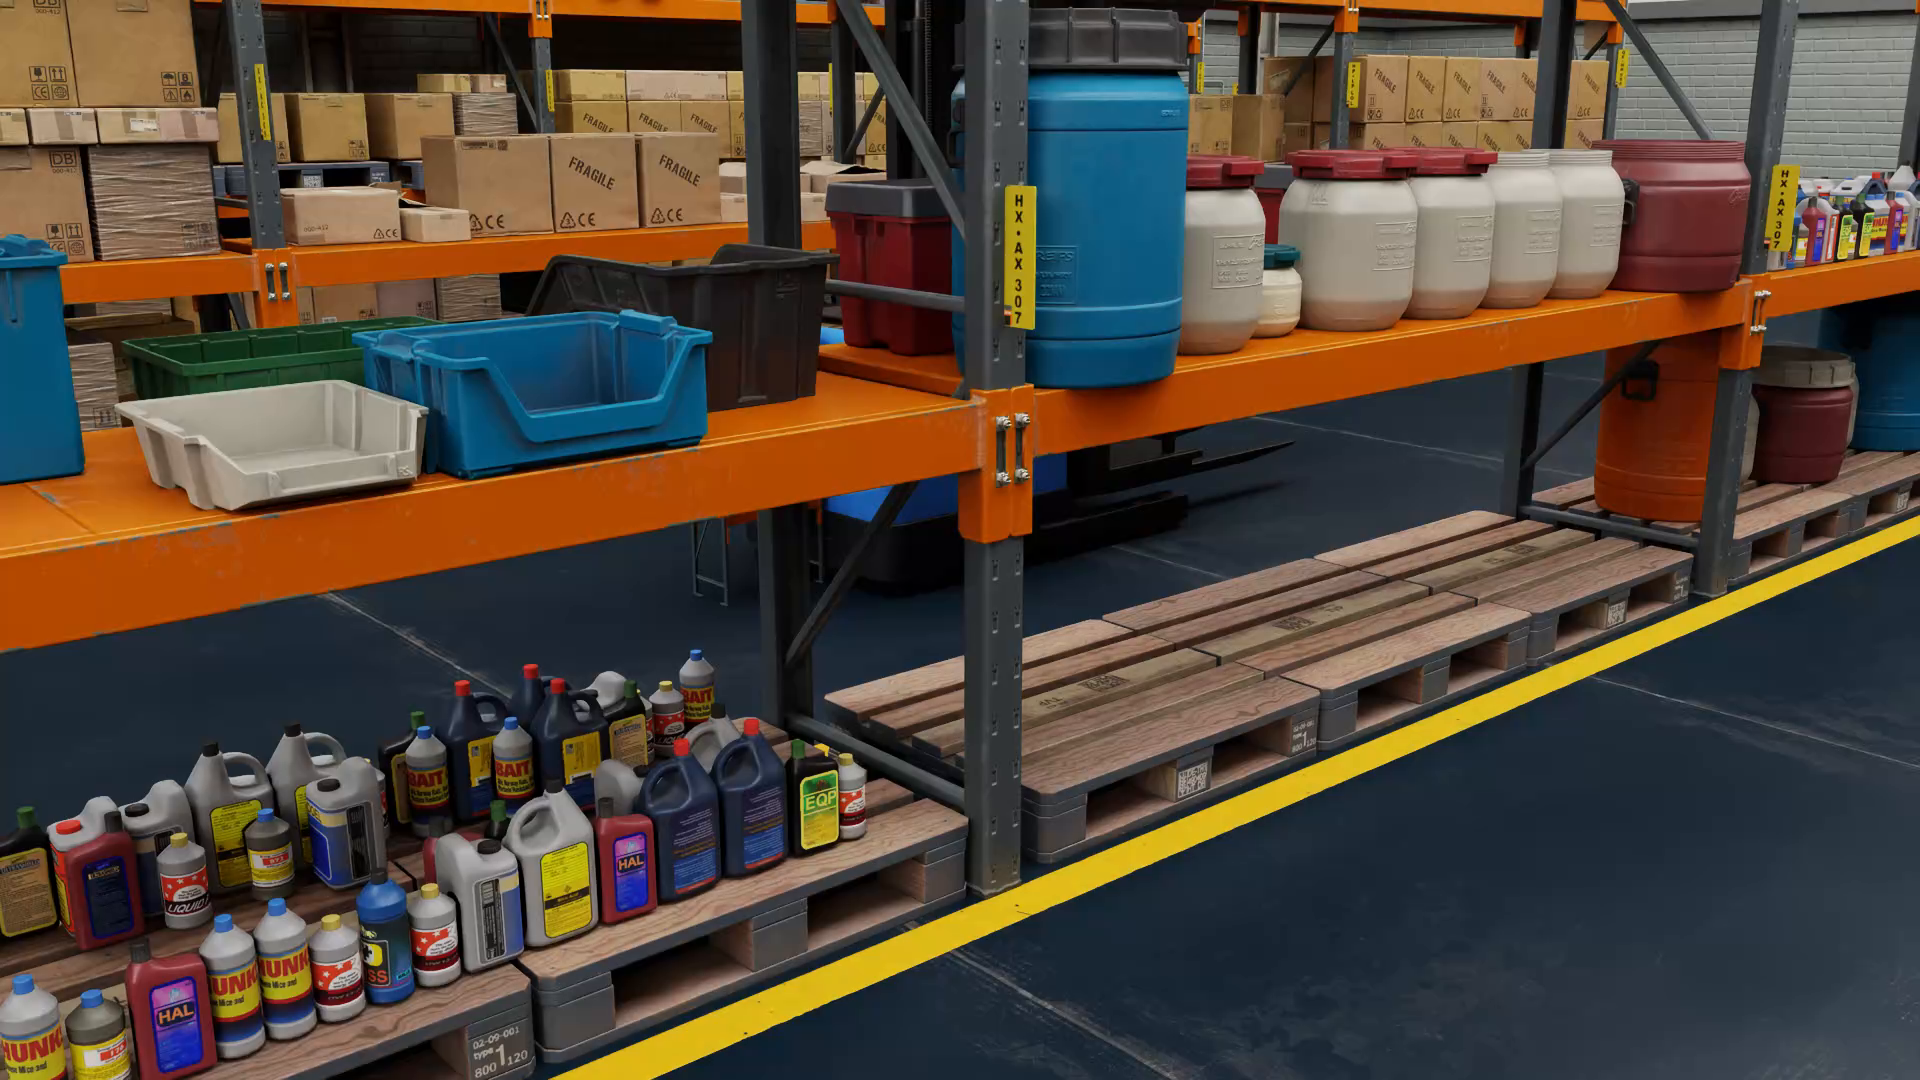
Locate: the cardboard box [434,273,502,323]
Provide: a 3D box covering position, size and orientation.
[{"bbox_3d":[-4.209,-2.109,13.824,0.500,0.500,0.700,-12,19,-39],"label":"cardboard box"}]

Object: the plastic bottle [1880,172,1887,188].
[{"bbox_3d":[5.164,-1.927,9.378,0.133,0.283,0.061,-13,19,-39],"label":"plastic bottle"}]

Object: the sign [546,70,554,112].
[{"bbox_3d":[-3.336,-3.653,13.525,0.005,0.325,0.100,-13,19,-39],"label":"sign"}]

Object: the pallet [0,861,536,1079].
[{"bbox_3d":[-1.669,1.031,3.482,1.213,0.211,1.003,-13,19,-39],"label":"pallet"}]

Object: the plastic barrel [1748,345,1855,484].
[{"bbox_3d":[4.013,-0.623,8.129,0.708,0.588,0.600,-13,19,-39],"label":"plastic barrel"}]

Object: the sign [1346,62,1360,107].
[{"bbox_3d":[2.939,-3.402,12.430,0.005,0.325,0.100,-13,19,-39],"label":"sign"}]

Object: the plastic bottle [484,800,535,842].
[{"bbox_3d":[-0.986,0.707,3.703,0.133,0.283,0.061,-13,19,-39],"label":"plastic bottle"}]

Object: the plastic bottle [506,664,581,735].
[{"bbox_3d":[-1.095,0.493,4.372,0.185,0.351,0.144,-12,19,-38],"label":"plastic bottle"}]

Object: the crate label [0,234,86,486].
[{"bbox_3d":[-2.021,-0.334,3.119,0.616,0.435,0.502,-13,19,-39],"label":"crate label"}]

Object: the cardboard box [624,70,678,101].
[{"bbox_3d":[-2.783,-3.918,14.344,0.500,0.250,0.500,-13,20,-40],"label":"cardboard box"}]

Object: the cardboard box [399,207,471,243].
[{"bbox_3d":[-2.660,-1.584,8.354,0.250,0.149,0.380,-13,19,-39],"label":"cardboard box"}]

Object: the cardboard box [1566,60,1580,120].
[{"bbox_3d":[5.054,-3.944,14.573,0.500,0.500,0.500,-12,19,-38],"label":"cardboard box"}]

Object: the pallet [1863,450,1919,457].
[{"bbox_3d":[5.212,-0.515,9.270,1.213,0.211,1.003,-13,19,-39],"label":"pallet"}]

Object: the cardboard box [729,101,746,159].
[{"bbox_3d":[-2.001,-3.731,15.096,0.500,0.500,0.500,-12,19,-38],"label":"cardboard box"}]

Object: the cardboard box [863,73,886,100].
[{"bbox_3d":[-0.867,-4.349,15.957,0.500,0.250,0.500,-12,19,-38],"label":"cardboard box"}]

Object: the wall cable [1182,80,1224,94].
[{"bbox_3d":[2.680,-5.483,20.497,1.851,1.984,0.084,-13,19,-39],"label":"wall cable"}]

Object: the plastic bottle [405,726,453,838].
[{"bbox_3d":[-1.324,0.596,4.142,0.097,0.271,0.097,0,15,0],"label":"plastic bottle"}]

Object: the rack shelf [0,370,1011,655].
[{"bbox_3d":[-1.723,0.056,3.120,4.000,0.370,1.077,-13,19,-39],"label":"rack shelf"}]

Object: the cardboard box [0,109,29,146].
[{"bbox_3d":[-4.108,-1.738,6.993,0.250,0.149,0.380,-13,20,-39],"label":"cardboard box"}]

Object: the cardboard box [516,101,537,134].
[{"bbox_3d":[-3.517,-3.569,14.491,0.500,0.500,0.500,-12,19,-39],"label":"cardboard box"}]

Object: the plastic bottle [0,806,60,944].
[{"bbox_3d":[-2.058,0.728,3.625,0.133,0.283,0.061,-12,19,-38],"label":"plastic bottle"}]

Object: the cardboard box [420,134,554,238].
[{"bbox_3d":[-2.475,-1.859,8.705,0.500,0.500,0.500,-11,18,-35],"label":"cardboard box"}]

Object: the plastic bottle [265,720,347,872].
[{"bbox_3d":[-1.558,0.597,3.982,0.185,0.351,0.144,-13,20,-40],"label":"plastic bottle"}]

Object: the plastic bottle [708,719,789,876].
[{"bbox_3d":[-0.511,0.602,3.963,0.185,0.351,0.144,-13,20,-41],"label":"plastic bottle"}]

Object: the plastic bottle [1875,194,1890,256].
[{"bbox_3d":[4.145,-1.427,7.528,0.097,0.271,0.097,0,15,0],"label":"plastic bottle"}]

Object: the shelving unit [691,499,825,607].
[{"bbox_3d":[-0.839,-0.374,6.826,0.503,1.200,0.258,-14,20,-41],"label":"shelving unit"}]

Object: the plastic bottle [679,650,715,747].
[{"bbox_3d":[-0.742,0.444,4.709,0.097,0.271,0.097,0,15,0],"label":"plastic bottle"}]

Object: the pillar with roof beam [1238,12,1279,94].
[{"bbox_3d":[6.630,-7.278,17.558,0.400,9.000,9.100,-13,19,-39],"label":"pillar with roof beam"}]

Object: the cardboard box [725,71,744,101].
[{"bbox_3d":[-2.028,-4.091,14.992,0.500,0.250,0.500,-13,20,-40],"label":"cardboard box"}]

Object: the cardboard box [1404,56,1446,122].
[{"bbox_3d":[3.501,-3.594,13.261,0.500,0.500,0.500,-13,20,-41],"label":"cardboard box"}]

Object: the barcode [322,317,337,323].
[{"bbox_3d":[-2.997,-1.026,7.909,0.075,0.075,0.001,-13,19,-39],"label":"barcode"}]

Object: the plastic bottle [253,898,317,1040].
[{"bbox_3d":[-1.325,0.832,3.258,0.097,0.271,0.097,0,15,0],"label":"plastic bottle"}]

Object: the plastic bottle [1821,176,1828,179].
[{"bbox_3d":[4.594,-1.799,8.900,0.133,0.283,0.061,-13,19,-39],"label":"plastic bottle"}]

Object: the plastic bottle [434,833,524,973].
[{"bbox_3d":[-1.024,0.753,3.545,0.135,0.276,0.152,-12,19,-38],"label":"plastic bottle"}]

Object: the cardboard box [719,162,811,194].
[{"bbox_3d":[-1.247,-2.116,10.031,0.500,0.311,0.500,-13,20,-40],"label":"cardboard box"}]

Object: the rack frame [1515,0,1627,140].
[{"bbox_3d":[5.590,-3.628,15.519,0.127,3.000,1.000,-13,19,-39],"label":"rack frame"}]

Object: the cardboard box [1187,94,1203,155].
[{"bbox_3d":[1.280,-2.890,11.750,0.700,0.500,0.500,10,18,33],"label":"cardboard box"}]

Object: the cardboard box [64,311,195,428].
[{"bbox_3d":[-4.018,-0.814,8.046,0.500,0.500,0.500,-13,19,-39],"label":"cardboard box"}]

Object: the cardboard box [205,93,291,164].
[{"bbox_3d":[-5.409,-3.110,12.534,0.500,0.500,0.700,-10,18,-32],"label":"cardboard box"}]

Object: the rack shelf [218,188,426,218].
[{"bbox_3d":[-5.209,-2.550,12.878,4.000,0.370,1.077,-13,19,-39],"label":"rack shelf"}]

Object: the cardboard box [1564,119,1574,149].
[{"bbox_3d":[5.042,-3.459,14.692,0.500,0.500,0.500,-12,19,-39],"label":"cardboard box"}]

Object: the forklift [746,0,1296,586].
[{"bbox_3d":[0.458,-1.526,7.785,3.031,2.935,1.130,-14,20,-41],"label":"forklift"}]

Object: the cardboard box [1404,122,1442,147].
[{"bbox_3d":[3.520,-3.119,13.421,0.500,0.500,0.500,-12,19,-38],"label":"cardboard box"}]

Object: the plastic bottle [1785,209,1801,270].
[{"bbox_3d":[3.448,-1.270,6.942,0.097,0.271,0.097,0,15,0],"label":"plastic bottle"}]

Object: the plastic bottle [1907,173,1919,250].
[{"bbox_3d":[4.511,-1.555,7.856,0.185,0.351,0.144,-13,19,-39],"label":"plastic bottle"}]

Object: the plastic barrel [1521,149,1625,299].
[{"bbox_3d":[2.168,-1.146,6.010,0.421,0.512,0.421,0,15,0],"label":"plastic barrel"}]

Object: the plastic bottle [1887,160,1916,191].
[{"bbox_3d":[5.312,-1.958,9.363,0.185,0.351,0.144,-13,19,-39],"label":"plastic bottle"}]

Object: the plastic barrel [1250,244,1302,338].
[{"bbox_3d":[0.885,-0.758,5.041,0.301,0.262,0.301,0,15,0],"label":"plastic barrel"}]

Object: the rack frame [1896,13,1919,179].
[{"bbox_3d":[5.821,-1.985,9.370,0.127,3.000,1.000,-13,19,-39],"label":"rack frame"}]

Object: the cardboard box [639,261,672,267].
[{"bbox_3d":[-3.059,-2.500,14.647,0.750,0.750,0.750,-13,20,-40],"label":"cardboard box"}]

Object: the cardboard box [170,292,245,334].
[{"bbox_3d":[-5.816,-1.789,12.626,0.500,0.500,0.700,-13,20,-40],"label":"cardboard box"}]

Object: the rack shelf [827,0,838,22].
[{"bbox_3d":[-1.954,-3.035,8.883,4.000,0.370,1.077,-13,19,-39],"label":"rack shelf"}]

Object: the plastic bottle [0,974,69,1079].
[{"bbox_3d":[-1.659,0.907,2.977,0.097,0.271,0.097,0,15,0],"label":"plastic bottle"}]

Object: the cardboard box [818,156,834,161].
[{"bbox_3d":[-1.312,-3.551,15.680,0.250,0.149,0.380,-13,19,-39],"label":"cardboard box"}]

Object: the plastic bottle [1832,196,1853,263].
[{"bbox_3d":[3.822,-1.354,7.232,0.133,0.283,0.061,-13,19,-39],"label":"plastic bottle"}]

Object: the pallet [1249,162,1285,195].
[{"bbox_3d":[1.898,-2.743,12.580,1.213,0.211,1.003,-13,19,-39],"label":"pallet"}]

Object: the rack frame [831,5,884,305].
[{"bbox_3d":[-0.445,-2.273,10.445,0.127,3.000,1.000,-13,19,-39],"label":"rack frame"}]

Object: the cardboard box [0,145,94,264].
[{"bbox_3d":[-4.187,-1.476,7.270,0.500,0.500,0.700,-13,20,-40],"label":"cardboard box"}]
